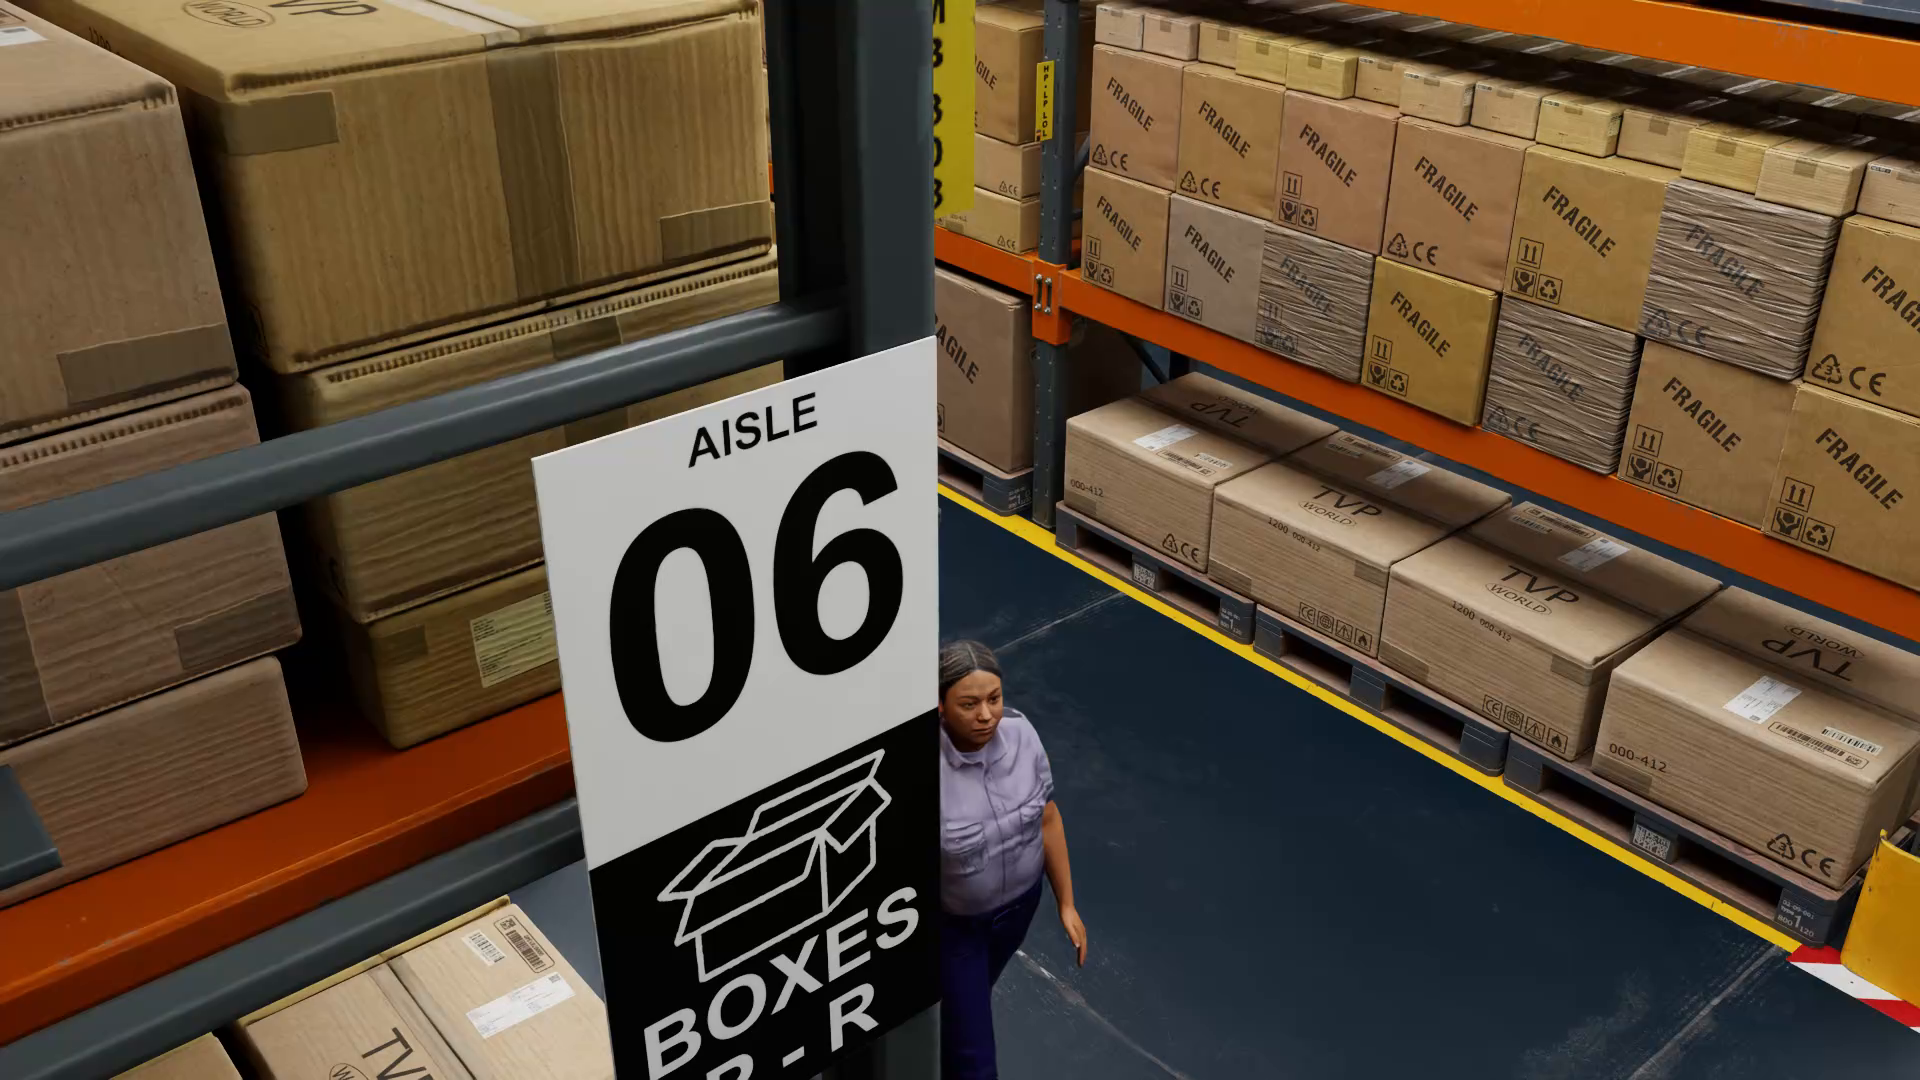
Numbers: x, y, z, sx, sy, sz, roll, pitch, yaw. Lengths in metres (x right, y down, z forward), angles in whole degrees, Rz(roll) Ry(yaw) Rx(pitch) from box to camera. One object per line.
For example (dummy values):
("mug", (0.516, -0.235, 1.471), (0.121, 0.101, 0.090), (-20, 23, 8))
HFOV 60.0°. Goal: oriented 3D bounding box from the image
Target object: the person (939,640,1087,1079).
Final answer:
("person", (0.080, 0.996, 4.273), (0.490, 1.612, 0.922), (-19, 34, -31))
